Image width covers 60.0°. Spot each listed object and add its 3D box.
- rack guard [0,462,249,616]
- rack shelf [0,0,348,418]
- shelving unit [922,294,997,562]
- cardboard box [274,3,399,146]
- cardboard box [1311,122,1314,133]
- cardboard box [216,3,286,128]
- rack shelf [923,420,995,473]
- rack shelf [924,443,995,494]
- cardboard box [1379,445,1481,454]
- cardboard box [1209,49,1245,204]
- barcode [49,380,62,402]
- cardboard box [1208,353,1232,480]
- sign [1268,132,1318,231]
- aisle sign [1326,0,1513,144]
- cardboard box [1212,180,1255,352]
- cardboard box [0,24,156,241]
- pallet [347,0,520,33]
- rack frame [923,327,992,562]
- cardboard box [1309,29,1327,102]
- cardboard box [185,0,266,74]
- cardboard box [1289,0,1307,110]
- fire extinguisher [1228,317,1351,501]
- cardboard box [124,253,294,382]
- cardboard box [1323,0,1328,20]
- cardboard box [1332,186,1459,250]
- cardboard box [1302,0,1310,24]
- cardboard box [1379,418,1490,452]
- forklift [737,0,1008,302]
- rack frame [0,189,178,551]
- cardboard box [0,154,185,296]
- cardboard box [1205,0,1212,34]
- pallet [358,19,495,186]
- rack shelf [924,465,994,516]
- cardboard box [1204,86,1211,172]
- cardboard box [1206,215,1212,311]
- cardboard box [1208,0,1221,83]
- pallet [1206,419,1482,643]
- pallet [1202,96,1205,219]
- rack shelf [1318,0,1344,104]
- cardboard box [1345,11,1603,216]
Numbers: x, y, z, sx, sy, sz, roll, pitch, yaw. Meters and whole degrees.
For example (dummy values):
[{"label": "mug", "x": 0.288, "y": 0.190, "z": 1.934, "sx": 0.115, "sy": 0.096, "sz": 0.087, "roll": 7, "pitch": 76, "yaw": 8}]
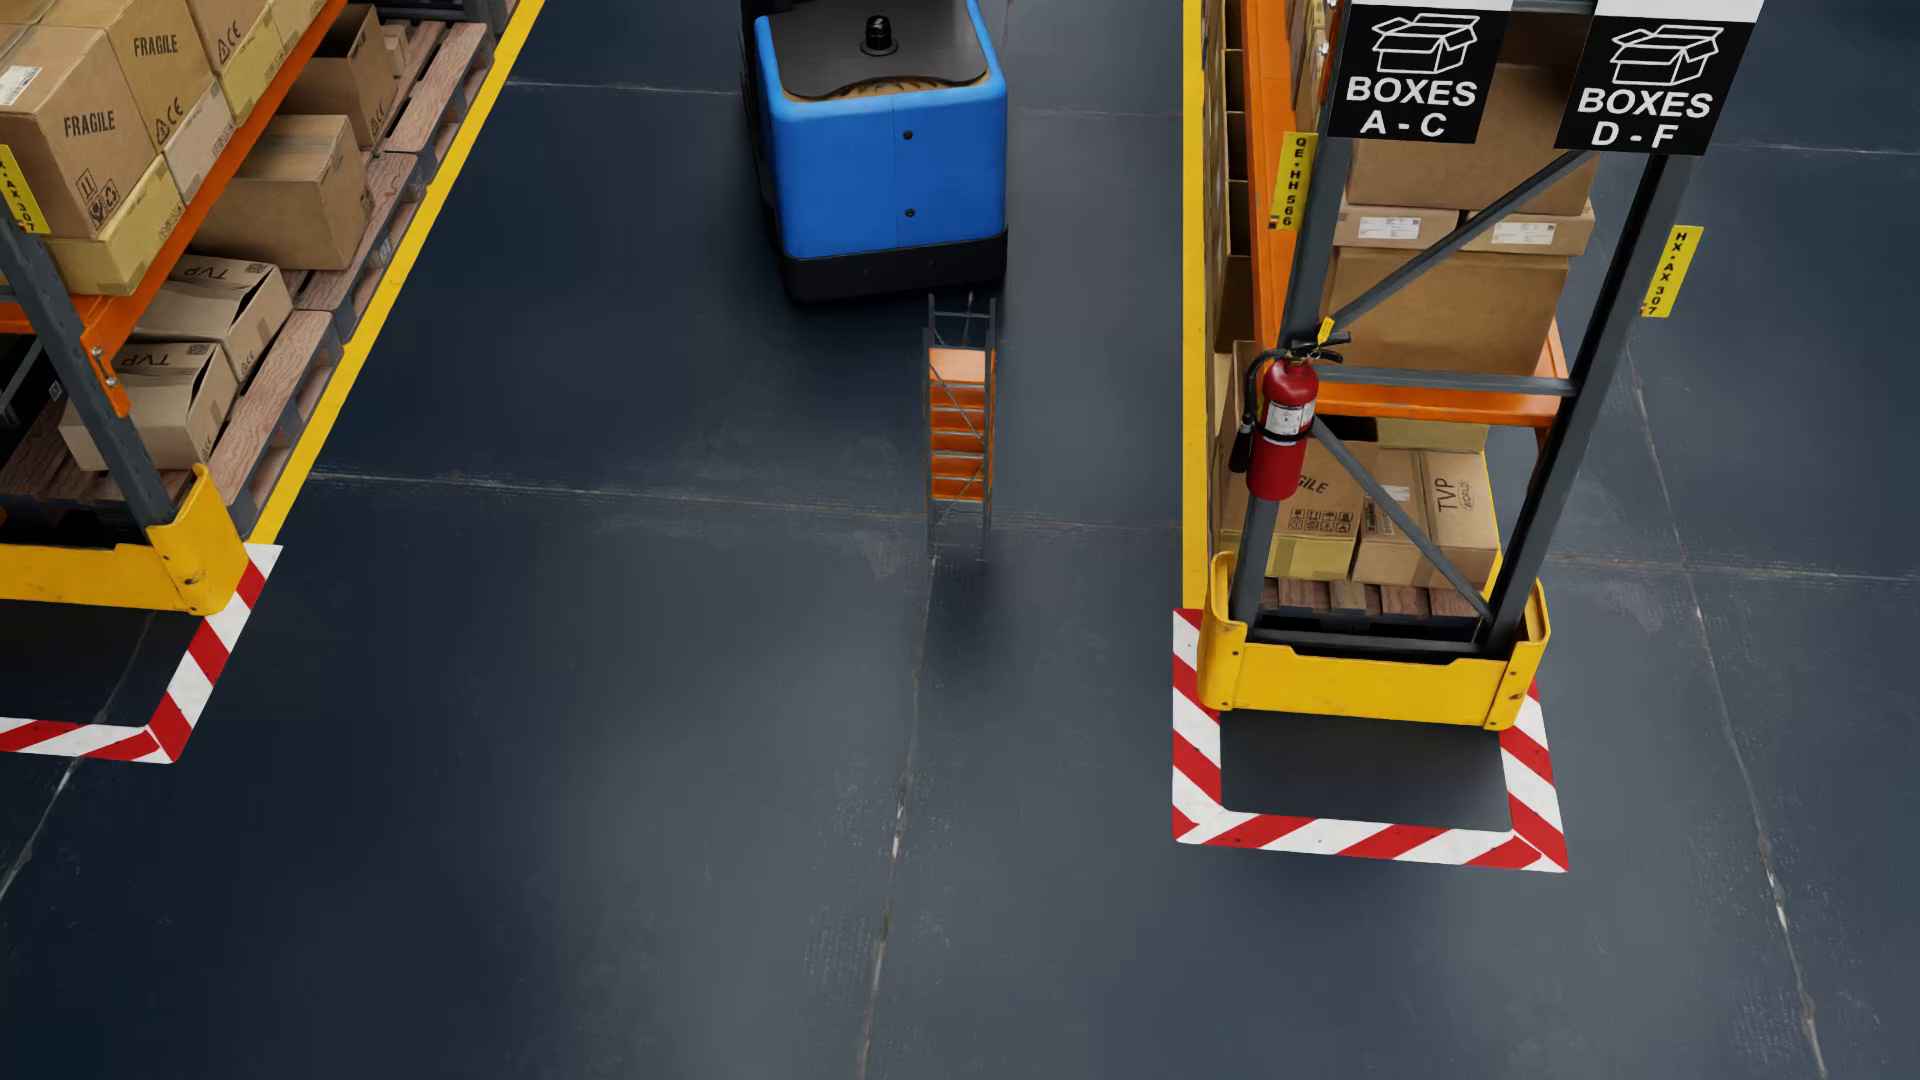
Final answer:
[{"label": "rack guard", "x": -3.444, "y": -0.035, "z": 6.443, "sx": 1.175, "sy": 0.500, "sz": 0.348, "roll": 4, "pitch": 48, "yaw": 4}, {"label": "rack shelf", "x": -3.269, "y": -2.050, "z": 7.079, "sx": 1.077, "sy": 0.370, "sz": 4.000, "roll": 4, "pitch": 48, "yaw": 4}, {"label": "shelving unit", "x": -0.001, "y": -0.394, "z": 6.298, "sx": 0.258, "sy": 1.200, "sz": 0.189, "roll": 4, "pitch": 48, "yaw": 4}, {"label": "cardboard box", "x": -3.141, "y": -2.302, "z": 8.218, "sx": 0.500, "sy": 0.500, "sz": 0.500, "roll": 1, "pitch": 48, "yaw": 1}, {"label": "cardboard box", "x": 1.581, "y": -1.254, "z": 5.797, "sx": 0.700, "sy": 0.500, "sz": 0.500, "roll": 5, "pitch": 48, "yaw": 5}, {"label": "cardboard box", "x": -3.005, "y": -1.873, "z": 6.518, "sx": 0.500, "sy": 0.250, "sz": 0.500, "roll": 3, "pitch": 48, "yaw": 3}, {"label": "rack shelf", "x": -0.001, "y": -0.364, "z": 6.330, "sx": 0.258, "sy": 0.103, "sz": 0.180, "roll": 4, "pitch": 48, "yaw": 4}, {"label": "rack shelf", "x": -0.001, "y": -0.283, "z": 6.419, "sx": 0.258, "sy": 0.103, "sz": 0.180, "roll": 4, "pitch": 48, "yaw": 4}, {"label": "cardboard box", "x": 1.795, "y": -0.453, "z": 6.710, "sx": 0.500, "sy": 0.250, "sz": 0.500, "roll": 4, "pitch": 48, "yaw": 4}, {"label": "cardboard box", "x": 1.402, "y": -1.844, "z": 7.474, "sx": 0.500, "sy": 0.500, "sz": 0.500, "roll": 4, "pitch": 48, "yaw": 4}, {"label": "barcode", "x": -3.695, "y": -0.609, "z": 6.792, "sx": 0.001, "sy": 0.075, "sz": 0.075, "roll": 4, "pitch": 48, "yaw": 4}, {"label": "cardboard box", "x": 1.271, "y": -0.488, "z": 6.743, "sx": 0.500, "sy": 0.250, "sz": 0.500, "roll": 4, "pitch": 48, "yaw": 4}, {"label": "sign", "x": 0.943, "y": -1.010, "z": 4.696, "sx": 0.100, "sy": 0.325, "sz": 0.005, "roll": 4, "pitch": 48, "yaw": 4}, {"label": "aisle sign", "x": 1.184, "y": -1.341, "z": 4.182, "sx": 0.394, "sy": 0.787, "sz": 0.004, "roll": 4, "pitch": 48, "yaw": 4}, {"label": "cardboard box", "x": 1.311, "y": -1.109, "z": 6.802, "sx": 0.500, "sy": 0.500, "sz": 0.500, "roll": 4, "pitch": 48, "yaw": 4}, {"label": "cardboard box", "x": -3.108, "y": -1.363, "z": 5.543, "sx": 0.500, "sy": 0.500, "sz": 0.500, "roll": 4, "pitch": 48, "yaw": 4}, {"label": "pallet", "x": -3.017, "y": -3.393, "z": 9.710, "sx": 1.003, "sy": 0.211, "sz": 1.213, "roll": 4, "pitch": 48, "yaw": 4}, {"label": "rack frame", "x": -0.010, "y": -0.327, "z": 6.236, "sx": 0.240, "sy": 1.200, "sz": 0.006, "roll": 4, "pitch": 48, "yaw": 4}, {"label": "cardboard box", "x": 1.398, "y": -1.604, "z": 5.677, "sx": 0.380, "sy": 0.149, "sz": 0.250, "roll": 4, "pitch": 48, "yaw": 4}, {"label": "cardboard box", "x": -3.000, "y": -2.104, "z": 6.222, "sx": 0.500, "sy": 0.500, "sz": 0.500, "roll": 2, "pitch": 48, "yaw": 2}, {"label": "cardboard box", "x": 1.676, "y": -2.006, "z": 6.484, "sx": 0.700, "sy": 0.500, "sz": 0.500, "roll": 5, "pitch": 48, "yaw": 5}, {"label": "fire extinguisher", "x": 1.009, "y": -0.411, "z": 5.145, "sx": 0.296, "sy": 0.674, "sz": 0.183, "roll": 4, "pitch": 48, "yaw": 4}, {"label": "cardboard box", "x": -3.246, "y": -0.985, "z": 7.142, "sx": 0.500, "sy": 0.311, "sz": 0.500, "roll": 7, "pitch": 48, "yaw": 7}, {"label": "cardboard box", "x": 1.630, "y": -2.102, "z": 5.693, "sx": 0.700, "sy": 0.500, "sz": 0.500, "roll": 4, "pitch": 48, "yaw": 4}, {"label": "cardboard box", "x": 1.327, "y": -1.039, "z": 5.160, "sx": 0.380, "sy": 0.149, "sz": 0.250, "roll": 3, "pitch": 48, "yaw": 3}, {"label": "cardboard box", "x": 1.444, "y": -1.990, "z": 6.030, "sx": 0.380, "sy": 0.149, "sz": 0.250, "roll": 5, "pitch": 48, "yaw": 5}, {"label": "cardboard box", "x": 1.796, "y": -0.706, "z": 6.433, "sx": 0.500, "sy": 0.500, "sz": 0.500, "roll": 4, "pitch": 48, "yaw": 4}, {"label": "forklift", "x": -0.554, "y": -3.194, "z": 7.685, "sx": 1.130, "sy": 2.935, "sz": 3.031, "roll": -8, "pitch": 48, "yaw": -7}, {"label": "rack frame", "x": -3.451, "y": -0.823, "z": 5.470, "sx": 1.000, "sy": 3.000, "sz": 0.127, "roll": 4, "pitch": 48, "yaw": 4}, {"label": "cardboard box", "x": -3.090, "y": -1.116, "z": 5.826, "sx": 0.500, "sy": 0.250, "sz": 0.500, "roll": 3, "pitch": 48, "yaw": 2}, {"label": "cardboard box", "x": 1.596, "y": -2.970, "z": 9.012, "sx": 0.500, "sy": 0.250, "sz": 0.500, "roll": 3, "pitch": 48, "yaw": 3}, {"label": "pallet", "x": -3.112, "y": -2.325, "z": 8.733, "sx": 1.003, "sy": 0.211, "sz": 1.213, "roll": 4, "pitch": 48, "yaw": 4}, {"label": "rack shelf", "x": -0.001, "y": -0.202, "z": 6.507, "sx": 0.258, "sy": 0.103, "sz": 0.180, "roll": 4, "pitch": 48, "yaw": 4}, {"label": "cardboard box", "x": 1.452, "y": -1.958, "z": 8.087, "sx": 0.500, "sy": 0.250, "sz": 0.500, "roll": 4, "pitch": 48, "yaw": 4}, {"label": "cardboard box", "x": 1.362, "y": -1.223, "z": 7.415, "sx": 0.500, "sy": 0.250, "sz": 0.500, "roll": 4, "pitch": 48, "yaw": 4}, {"label": "cardboard box", "x": 1.493, "y": -2.579, "z": 8.146, "sx": 0.500, "sy": 0.500, "sz": 0.500, "roll": 4, "pitch": 48, "yaw": 4}, {"label": "pallet", "x": 1.510, "y": -0.116, "z": 6.713, "sx": 1.003, "sy": 0.211, "sz": 1.213, "roll": 4, "pitch": 48, "yaw": 4}, {"label": "pallet", "x": 1.733, "y": -1.909, "z": 8.353, "sx": 1.003, "sy": 0.211, "sz": 1.213, "roll": 4, "pitch": 48, "yaw": 4}, {"label": "rack shelf", "x": 1.665, "y": -2.732, "z": 5.670, "sx": 1.077, "sy": 0.370, "sz": 4.000, "roll": 4, "pitch": 48, "yaw": 4}, {"label": "cardboard box", "x": 1.542, "y": -1.345, "z": 5.000, "sx": 0.700, "sy": 0.500, "sz": 0.500, "roll": 4, "pitch": 48, "yaw": 4}]
